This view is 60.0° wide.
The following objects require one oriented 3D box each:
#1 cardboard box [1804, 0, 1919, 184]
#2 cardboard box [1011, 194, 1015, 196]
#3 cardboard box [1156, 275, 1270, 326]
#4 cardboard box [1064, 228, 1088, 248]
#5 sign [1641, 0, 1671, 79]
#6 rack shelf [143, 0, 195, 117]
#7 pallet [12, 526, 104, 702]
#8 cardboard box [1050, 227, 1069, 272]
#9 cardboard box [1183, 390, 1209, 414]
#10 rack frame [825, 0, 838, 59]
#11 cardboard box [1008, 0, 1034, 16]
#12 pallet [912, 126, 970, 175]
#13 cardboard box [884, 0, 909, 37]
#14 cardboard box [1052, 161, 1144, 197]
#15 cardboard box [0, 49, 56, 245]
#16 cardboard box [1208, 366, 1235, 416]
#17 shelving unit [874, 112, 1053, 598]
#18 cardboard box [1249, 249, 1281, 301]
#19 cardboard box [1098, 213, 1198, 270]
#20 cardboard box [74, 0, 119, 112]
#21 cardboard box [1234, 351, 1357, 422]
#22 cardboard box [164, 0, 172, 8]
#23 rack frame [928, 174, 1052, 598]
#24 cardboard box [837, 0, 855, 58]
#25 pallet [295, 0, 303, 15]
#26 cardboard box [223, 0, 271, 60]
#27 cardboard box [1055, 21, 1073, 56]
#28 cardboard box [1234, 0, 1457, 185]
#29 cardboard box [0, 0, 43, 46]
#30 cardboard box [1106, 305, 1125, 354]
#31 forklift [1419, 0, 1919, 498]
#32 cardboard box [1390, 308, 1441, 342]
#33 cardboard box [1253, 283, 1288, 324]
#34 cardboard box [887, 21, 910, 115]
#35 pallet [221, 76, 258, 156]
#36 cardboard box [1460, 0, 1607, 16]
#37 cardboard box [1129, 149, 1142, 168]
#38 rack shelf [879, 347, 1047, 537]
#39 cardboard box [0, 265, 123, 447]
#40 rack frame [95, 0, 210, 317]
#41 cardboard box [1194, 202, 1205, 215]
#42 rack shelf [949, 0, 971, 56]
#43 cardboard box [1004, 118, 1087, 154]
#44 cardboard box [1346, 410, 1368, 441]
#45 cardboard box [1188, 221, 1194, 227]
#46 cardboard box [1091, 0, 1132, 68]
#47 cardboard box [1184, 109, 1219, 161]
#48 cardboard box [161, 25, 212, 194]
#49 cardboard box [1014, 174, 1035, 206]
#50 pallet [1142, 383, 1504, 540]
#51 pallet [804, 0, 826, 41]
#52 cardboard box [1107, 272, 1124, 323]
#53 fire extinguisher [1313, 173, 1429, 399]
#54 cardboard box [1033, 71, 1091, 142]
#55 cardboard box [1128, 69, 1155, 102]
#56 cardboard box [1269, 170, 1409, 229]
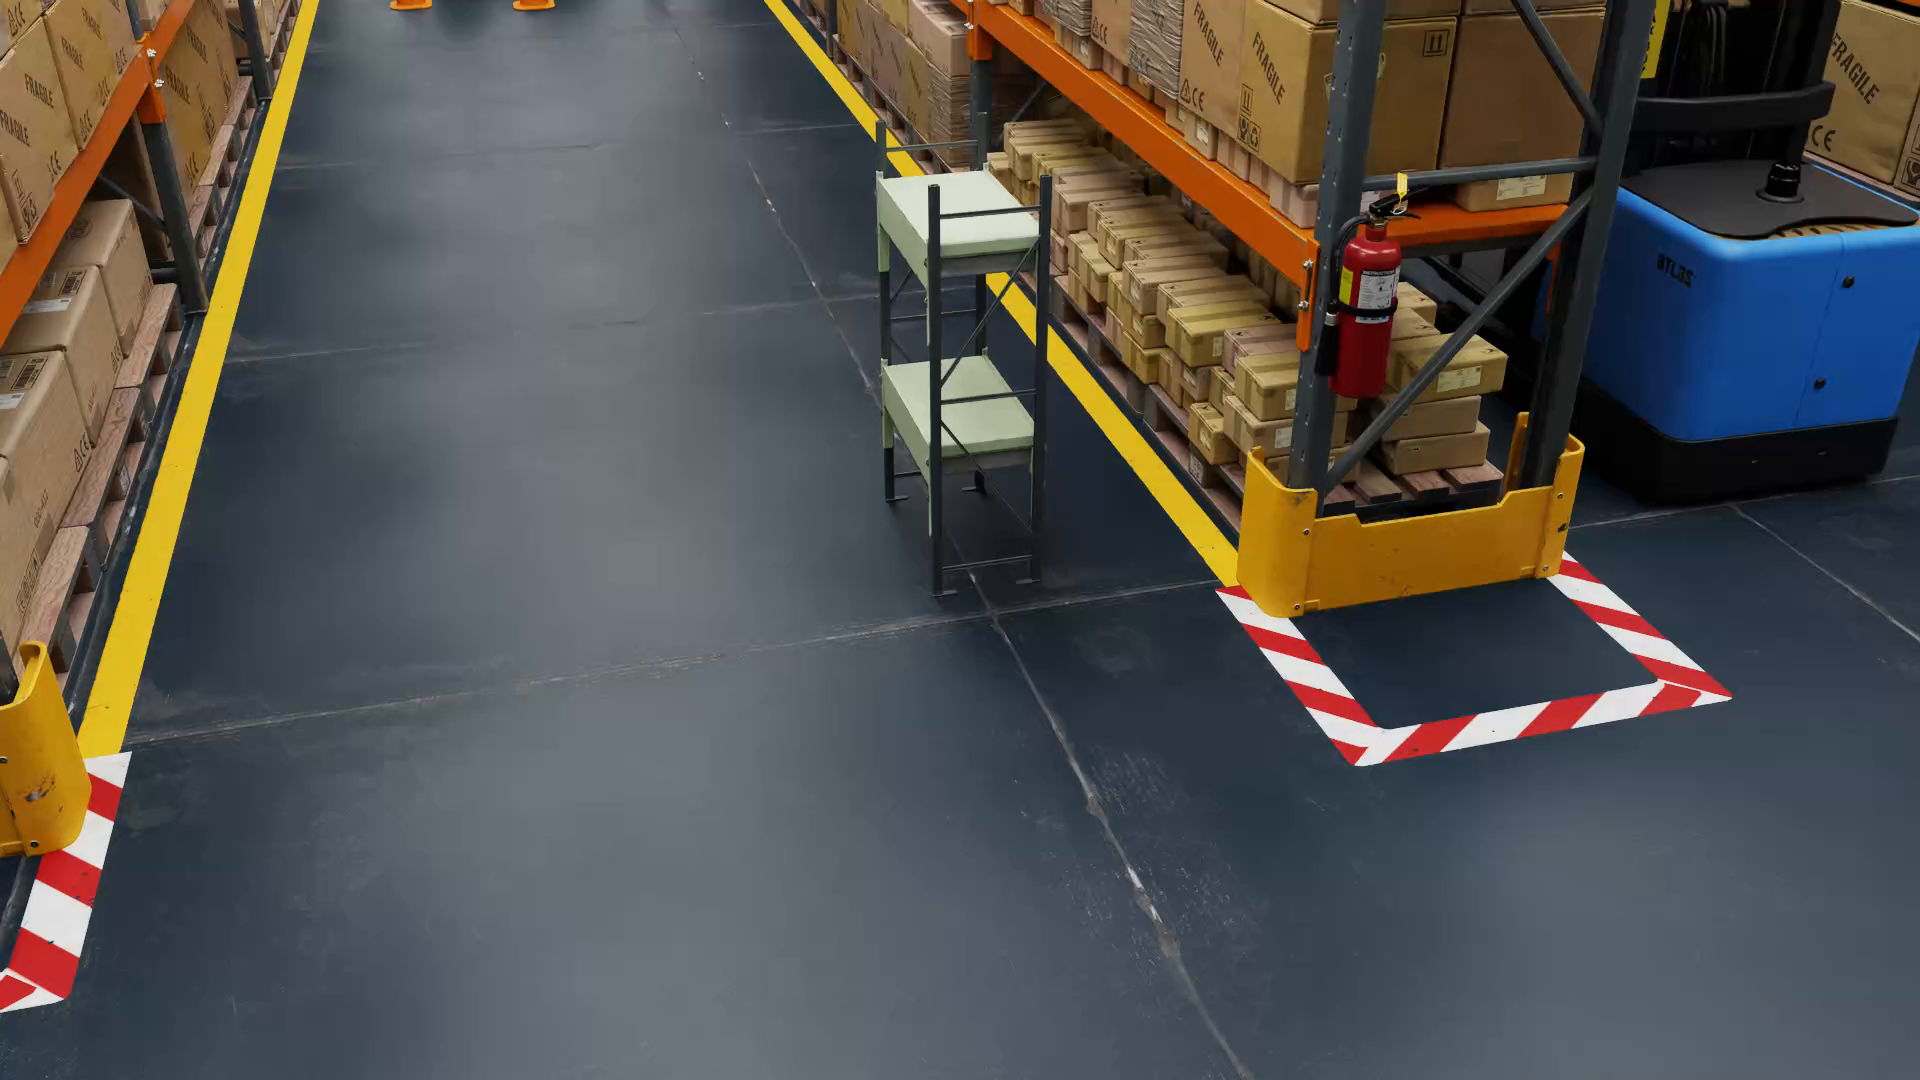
[{"bbox_3d":[5.458,-2.618,9.481,0.875,0.875,0.875,-8,31,-13],"label":"cardboard box"},{"bbox_3d":[0.338,-1.804,8.799,0.380,0.149,0.250,-9,31,-15],"label":"cardboard box"},{"bbox_3d":[1.018,-0.941,6.714,0.380,0.149,0.250,-9,31,-15],"label":"cardboard box"},{"bbox_3d":[0.711,-1.444,7.880,0.380,0.149,0.250,-6,31,-11],"label":"cardboard box"},{"bbox_3d":[2.136,-1.590,5.138,0.100,0.325,0.005,-8,31,-13],"label":"sign"},{"bbox_3d":[-4.725,-3.022,9.195,1.077,0.370,4.000,-8,31,-13],"label":"rack shelf"},{"bbox_3d":[-3.421,0.395,5.356,1.003,0.211,1.213,-8,31,-13],"label":"pallet"},{"bbox_3d":[0.640,-1.446,8.181,0.380,0.149,0.250,-8,31,-14],"label":"cardboard box"},{"bbox_3d":[1.119,-0.567,6.662,0.380,0.149,0.250,-8,31,-14],"label":"cardboard box"},{"bbox_3d":[-0.511,-5.007,11.906,1.000,3.000,0.127,-8,31,-13],"label":"rack frame"},{"bbox_3d":[0.451,-2.671,8.121,0.380,0.149,0.250,-7,31,-12],"label":"cardboard box"},{"bbox_3d":[0.343,-2.244,9.916,1.003,0.211,1.213,-8,31,-13],"label":"pallet"},{"bbox_3d":[-0.168,-3.329,10.334,0.500,0.250,0.500,-9,31,-15],"label":"cardboard box"},{"bbox_3d":[0.665,-1.707,8.037,0.380,0.149,0.250,-9,31,-15],"label":"cardboard box"},{"bbox_3d":[-3.262,-1.238,5.294,0.500,0.500,0.500,-8,31,-14],"label":"cardboard box"},{"bbox_3d":[1.180,-0.570,6.370,0.380,0.149,0.250,-9,31,-14],"label":"cardboard box"},{"bbox_3d":[-0.002,-0.652,5.880,0.431,1.500,0.755,-8,31,-13],"label":"shelving unit"},{"bbox_3d":[1.459,-1.146,7.069,0.380,0.149,0.250,-7,31,-11],"label":"cardboard box"},{"bbox_3d":[0.833,-1.328,7.383,0.380,0.149,0.250,-8,31,-13],"label":"cardboard box"},{"bbox_3d":[-3.683,-1.973,6.565,0.500,0.500,0.500,-9,31,-14],"label":"cardboard box"},{"bbox_3d":[1.228,-0.570,6.074,0.380,0.149,0.250,-7,31,-13],"label":"cardboard box"},{"bbox_3d":[-4.196,-2.800,8.243,0.500,0.250,0.500,-9,31,-14],"label":"cardboard box"},{"bbox_3d":[0.095,-0.476,5.574,0.400,1.500,0.023,-8,31,-13],"label":"rack frame"},{"bbox_3d":[-0.569,-3.731,11.778,0.500,0.500,0.500,-9,31,-15],"label":"cardboard box"},{"bbox_3d":[-6.110,-4.649,14.071,1.003,0.211,1.213,-8,31,-13],"label":"pallet"},{"bbox_3d":[-5.397,-3.618,11.711,0.950,0.372,0.625,-10,32,-17],"label":"cardboard box"},{"bbox_3d":[0.643,-2.286,7.457,0.380,0.149,0.250,-7,31,-12],"label":"cardboard box"},{"bbox_3d":[1.245,-1.498,5.446,0.500,0.500,0.500,-7,31,-12],"label":"cardboard box"},{"bbox_3d":[-3.407,-1.919,5.472,0.500,0.500,0.500,-8,31,-13],"label":"cardboard box"},{"bbox_3d":[0.860,-0.934,7.296,0.380,0.149,0.250,-7,31,-12],"label":"cardboard box"},{"bbox_3d":[2.841,-2.155,7.048,1.130,2.935,3.031,-7,31,-12],"label":"forklift"},{"bbox_3d":[1.612,-0.764,6.408,0.380,0.149,0.250,-7,31,-12],"label":"cardboard box"},{"bbox_3d":[1.427,-1.007,7.125,0.380,0.149,0.250,-9,31,-16],"label":"cardboard box"},{"bbox_3d":[-0.156,-2.995,10.506,0.500,0.500,0.500,-9,31,-14],"label":"cardboard box"},{"bbox_3d":[-5.120,-2.702,10.707,1.003,0.211,1.213,-8,31,-13],"label":"pallet"},{"bbox_3d":[1.750,-2.000,5.316,0.500,0.500,0.500,-8,31,-14],"label":"cardboard box"},{"bbox_3d":[1.076,-1.905,8.380,0.380,0.149,0.250,-8,31,-14],"label":"cardboard box"},{"bbox_3d":[-0.002,-0.370,6.043,0.431,0.370,0.720,-8,31,-13],"label":"rack shelf"},{"bbox_3d":[-3.893,-0.691,6.588,0.875,0.438,0.875,-9,31,-15],"label":"cardboard box"},{"bbox_3d":[-4.195,-2.368,7.346,1.000,3.000,0.127,-8,31,-13],"label":"rack frame"},{"bbox_3d":[1.314,-1.523,7.719,0.380,0.149,0.250,-9,31,-15],"label":"cardboard box"},{"bbox_3d":[0.020,-3.729,10.417,1.077,0.370,4.000,-8,31,-13],"label":"rack shelf"},{"bbox_3d":[0.443,-2.086,8.693,0.380,0.149,0.250,-7,31,-11],"label":"cardboard box"},{"bbox_3d":[1.634,-0.502,6.549,0.380,0.149,0.250,-8,31,-13],"label":"cardboard box"},{"bbox_3d":[1.223,-1.399,7.802,0.380,0.149,0.250,-9,31,-16],"label":"cardboard box"},{"bbox_3d":[0.847,-2.233,6.717,0.500,0.500,0.500,-6,31,-11],"label":"cardboard box"},{"bbox_3d":[1.053,-1.518,6.130,0.380,0.149,0.250,-7,31,-12],"label":"cardboard box"},{"bbox_3d":[-4.683,-2.354,9.024,0.875,0.875,0.875,-7,31,-12],"label":"cardboard box"},{"bbox_3d":[0.493,-1.823,8.536,0.380,0.149,0.250,-8,31,-13],"label":"cardboard box"},{"bbox_3d":[1.411,-0.370,6.678,1.003,0.211,1.213,-8,31,-13],"label":"pallet"},{"bbox_3d":[-0.647,-4.191,13.279,1.003,0.211,1.213,-8,31,-13],"label":"pallet"},{"bbox_3d":[0.858,-1.062,7.220,0.380,0.149,0.250,-6,31,-11],"label":"cardboard box"},{"bbox_3d":[1.235,-0.765,5.027,0.296,0.674,0.183,-8,31,-13],"label":"fire extinguisher"},{"bbox_3d":[0.611,-2.567,9.766,0.500,0.500,0.500,-7,31,-11],"label":"cardboard box"},{"bbox_3d":[0.911,-1.914,6.813,0.380,0.149,0.250,-7,31,-12],"label":"cardboard box"},{"bbox_3d":[1.254,-1.154,5.500,0.380,0.149,0.250,-8,31,-13],"label":"cardboard box"}]
